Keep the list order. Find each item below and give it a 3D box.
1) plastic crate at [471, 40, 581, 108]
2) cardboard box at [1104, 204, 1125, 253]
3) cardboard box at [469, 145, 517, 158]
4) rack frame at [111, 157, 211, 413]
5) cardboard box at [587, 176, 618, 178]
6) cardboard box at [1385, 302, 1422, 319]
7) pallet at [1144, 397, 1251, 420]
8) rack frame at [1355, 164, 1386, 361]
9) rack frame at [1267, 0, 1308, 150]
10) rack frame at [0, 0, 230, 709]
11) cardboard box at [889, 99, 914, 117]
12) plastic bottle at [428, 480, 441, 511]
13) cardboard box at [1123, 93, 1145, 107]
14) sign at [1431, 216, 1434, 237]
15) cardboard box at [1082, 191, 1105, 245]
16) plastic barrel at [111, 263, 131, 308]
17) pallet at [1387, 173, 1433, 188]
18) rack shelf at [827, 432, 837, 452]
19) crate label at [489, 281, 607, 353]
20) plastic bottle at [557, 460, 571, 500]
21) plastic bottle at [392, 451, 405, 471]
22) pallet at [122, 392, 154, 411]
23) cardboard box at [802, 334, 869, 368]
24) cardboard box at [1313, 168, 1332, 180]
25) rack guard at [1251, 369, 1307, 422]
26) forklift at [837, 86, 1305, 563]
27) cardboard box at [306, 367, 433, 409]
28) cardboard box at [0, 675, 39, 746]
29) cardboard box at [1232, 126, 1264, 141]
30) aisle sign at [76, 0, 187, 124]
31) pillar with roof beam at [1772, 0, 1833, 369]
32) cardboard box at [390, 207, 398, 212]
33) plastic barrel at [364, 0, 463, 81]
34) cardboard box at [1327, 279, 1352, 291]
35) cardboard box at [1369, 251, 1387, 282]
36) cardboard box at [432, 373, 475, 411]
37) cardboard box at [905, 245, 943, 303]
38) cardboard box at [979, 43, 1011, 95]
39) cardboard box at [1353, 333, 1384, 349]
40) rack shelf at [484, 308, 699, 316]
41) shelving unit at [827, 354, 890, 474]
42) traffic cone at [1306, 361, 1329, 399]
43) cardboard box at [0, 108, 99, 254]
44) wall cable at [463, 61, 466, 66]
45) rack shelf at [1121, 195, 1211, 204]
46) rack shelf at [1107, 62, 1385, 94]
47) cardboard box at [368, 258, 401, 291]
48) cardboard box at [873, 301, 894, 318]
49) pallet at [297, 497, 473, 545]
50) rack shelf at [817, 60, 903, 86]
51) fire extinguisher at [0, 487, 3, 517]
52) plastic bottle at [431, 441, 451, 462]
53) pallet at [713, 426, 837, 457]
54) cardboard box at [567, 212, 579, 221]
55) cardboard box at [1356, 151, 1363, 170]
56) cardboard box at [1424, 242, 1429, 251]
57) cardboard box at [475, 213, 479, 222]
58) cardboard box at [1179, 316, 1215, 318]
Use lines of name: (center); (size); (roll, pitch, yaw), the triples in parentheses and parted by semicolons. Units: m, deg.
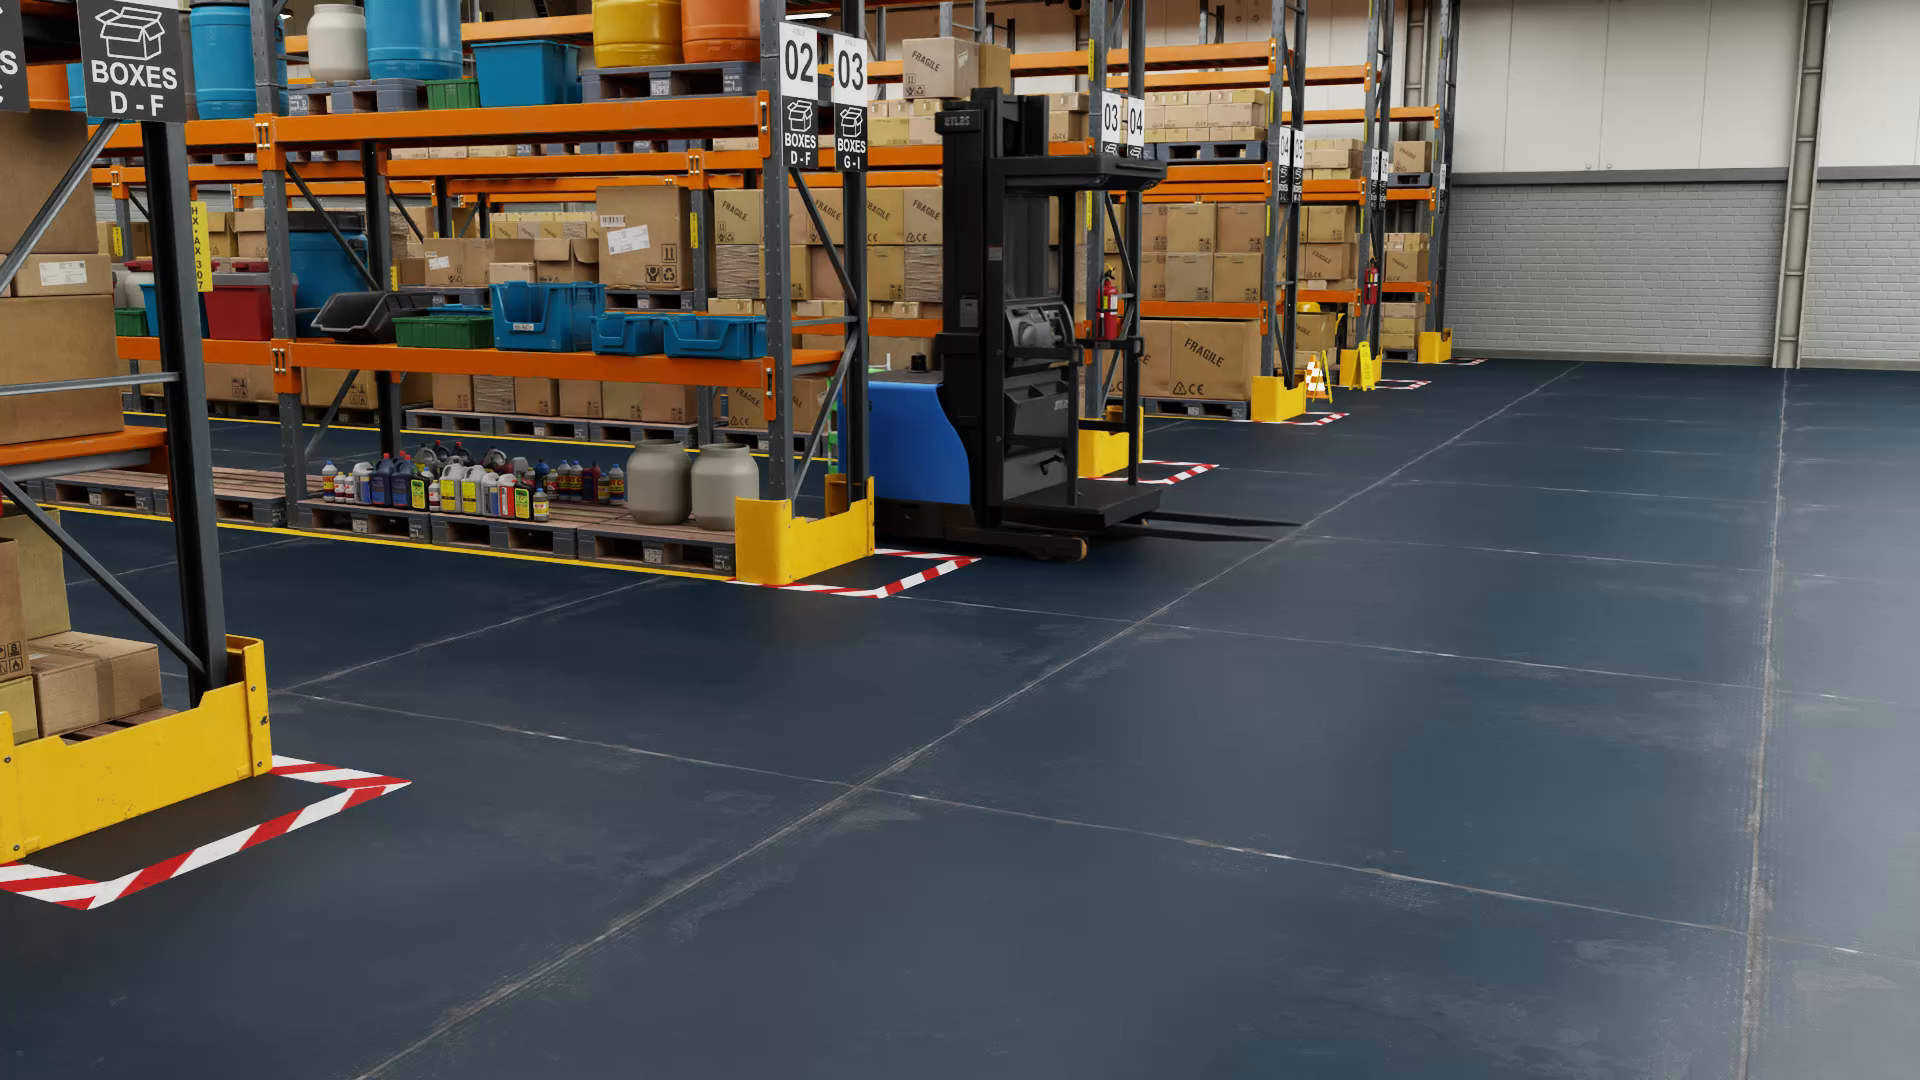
plastic crate: (-2.697, -2.884, 10.366); (0.575, 0.384, 0.392); (5, 11, 26)
cardboard box: (1.799, -3.645, 19.495); (0.500, 0.550, 0.875); (5, 11, 26)
cardboard box: (-4.602, -3.980, 16.799); (0.500, 0.250, 0.500); (5, 12, 27)
rack frame: (-9.423, -3.051, 19.663); (0.127, 3.000, 1.000); (5, 11, 26)
cardboard box: (-4.630, -5.087, 22.209); (0.500, 0.500, 0.500); (5, 11, 26)
cardboard box: (7.365, -3.813, 27.609); (0.500, 0.250, 0.500); (5, 12, 28)
pallet: (2.872, -1.567, 19.299); (1.213, 0.211, 1.003); (5, 11, 26)
rack frame: (5.723, -3.688, 23.183); (0.127, 3.000, 1.000); (5, 11, 26)
rack frame: (3.623, -5.841, 18.237); (0.127, 3.000, 1.000); (5, 11, 26)
rack frame: (-3.049, -0.523, 5.698); (0.127, 3.000, 1.000); (5, 11, 26)
cardboard box: (-0.438, -3.808, 14.728); (0.250, 0.149, 0.380); (4, 11, 23)
plastic bottle: (-3.488, -0.298, 11.075); (0.097, 0.201, 0.097); (0, 10, 0)
cardboard box: (2.031, -4.962, 18.810); (0.250, 0.149, 0.380); (5, 11, 25)
sign: (7.663, -5.081, 26.968); (0.005, 0.325, 0.100); (5, 11, 26)
cardboard box: (0.965, -2.879, 14.794); (0.500, 0.500, 0.500); (5, 11, 26)
plastic barrel: (-6.633, -1.919, 13.098); (0.421, 0.512, 0.421); (0, 10, 0)
pallet: (7.293, -5.973, 27.636); (1.213, 0.211, 1.003); (5, 11, 26)
rack shelf: (-0.734, -0.693, 12.047); (0.258, 0.148, 0.480); (-6, 12, -32)
crate label: (-2.624, -1.433, 10.627); (0.616, 0.435, 0.502); (5, 11, 26)
plastic bottle: (-2.739, -0.415, 11.528); (0.097, 0.271, 0.097); (0, 10, 0)
plastic bottle: (-3.837, -0.435, 11.415); (0.185, 0.351, 0.144); (5, 11, 26)
pallet: (-10.071, -1.751, 20.311); (1.213, 0.211, 1.003); (5, 11, 26)
cardboard box: (-1.424, -2.415, 21.290); (0.750, 0.750, 1.050); (5, 11, 26)
cardboard box: (5.041, -5.038, 22.926); (0.250, 0.149, 0.380); (5, 11, 26)
rack guard: (3.645, -1.657, 18.983); (0.348, 0.500, 1.175); (5, 11, 26)
forklift: (0.702, -1.404, 10.758); (3.031, 2.935, 1.130); (5, 12, 28)
cardboard box: (-6.446, -1.954, 18.392); (0.875, 0.875, 1.225); (4, 11, 23)
cardboard box: (-3.660, 0.628, 5.878); (0.500, 0.250, 0.500); (5, 11, 26)
cardboard box: (3.175, -4.469, 18.326); (0.250, 0.149, 0.380); (5, 11, 26)
aisle sign: (-2.854, -1.846, 5.708); (0.004, 0.787, 0.394); (5, 11, 26)
pillar with roof beam: (11.166, -6.471, 21.718); (0.400, 9.000, 9.100); (5, 11, 26)
cardboard box: (-8.145, -4.556, 24.058); (0.500, 0.500, 0.500); (5, 11, 24)
plastic barrel: (-3.596, -3.463, 10.932); (0.708, 0.901, 0.600); (5, 11, 26)
cardboard box: (5.293, -3.559, 23.180); (0.250, 0.149, 0.380); (5, 12, 28)
cardboard box: (6.897, -4.569, 27.773); (0.500, 0.500, 0.500); (5, 12, 28)
cardboard box: (-5.227, -1.672, 17.831); (0.500, 0.500, 0.700); (4, 11, 23)
cardboard box: (-0.074, -2.415, 15.034); (0.500, 0.500, 0.875); (5, 11, 26)
cardboard box: (0.126, -4.183, 14.976); (0.500, 0.500, 0.500); (5, 11, 26)
cardboard box: (6.913, -3.362, 27.923); (0.500, 0.250, 0.500); (5, 11, 26)
rack shelf: (-4.043, -2.224, 17.115); (4.000, 0.370, 1.077); (5, 11, 26)
shelving unit: (-0.734, -0.756, 12.036); (0.258, 1.200, 0.503); (-6, 12, -32)
traffic cone: (4.580, -2.063, 21.330); (0.334, 0.463, 0.336); (5, 11, 26)
cardboard box: (-3.509, -1.254, 5.811); (0.500, 0.500, 0.700); (5, 11, 26)
wall cable: (-10.928, -12.080, 37.089); (0.133, 3.039, 2.988); (5, 11, 26)
rack shelf: (2.535, -6.076, 29.974); (4.000, 0.370, 1.077); (5, 11, 26)
rack shelf: (3.929, -6.442, 23.584); (4.000, 0.370, 1.077); (5, 11, 26)
cardboard box: (-6.389, -2.784, 17.909); (0.500, 0.500, 0.500); (5, 12, 28)
cardboard box: (-0.594, -2.103, 15.133); (0.250, 0.149, 0.380); (5, 11, 26)
pallet: (-3.857, -0.197, 11.728); (1.213, 0.211, 1.003); (5, 11, 26)
rack shelf: (-1.758, -5.763, 20.949); (4.000, 0.370, 1.077); (5, 11, 26)
fire extinguisher: (-3.148, -0.402, 5.243); (0.183, 0.674, 0.296); (5, 11, 26)
plastic bottle: (-3.736, -0.537, 11.980); (0.185, 0.351, 0.144); (5, 11, 24)
pallet: (-1.631, -1.001, 16.167); (1.213, 0.211, 1.003); (5, 11, 26)
cardboard box: (-6.574, -5.578, 28.718); (0.250, 0.149, 0.380); (5, 11, 25)
cardboard box: (5.390, -5.318, 23.357); (0.500, 0.250, 0.500); (5, 11, 25)
cardboard box: (7.726, -4.917, 27.875); (0.250, 0.149, 0.380); (5, 11, 24)
cardboard box: (-8.430, -5.737, 29.595); (0.250, 0.149, 0.380); (5, 12, 27)
cardboard box: (3.495, -3.054, 24.120); (0.500, 0.500, 0.500); (6, 12, 29)
